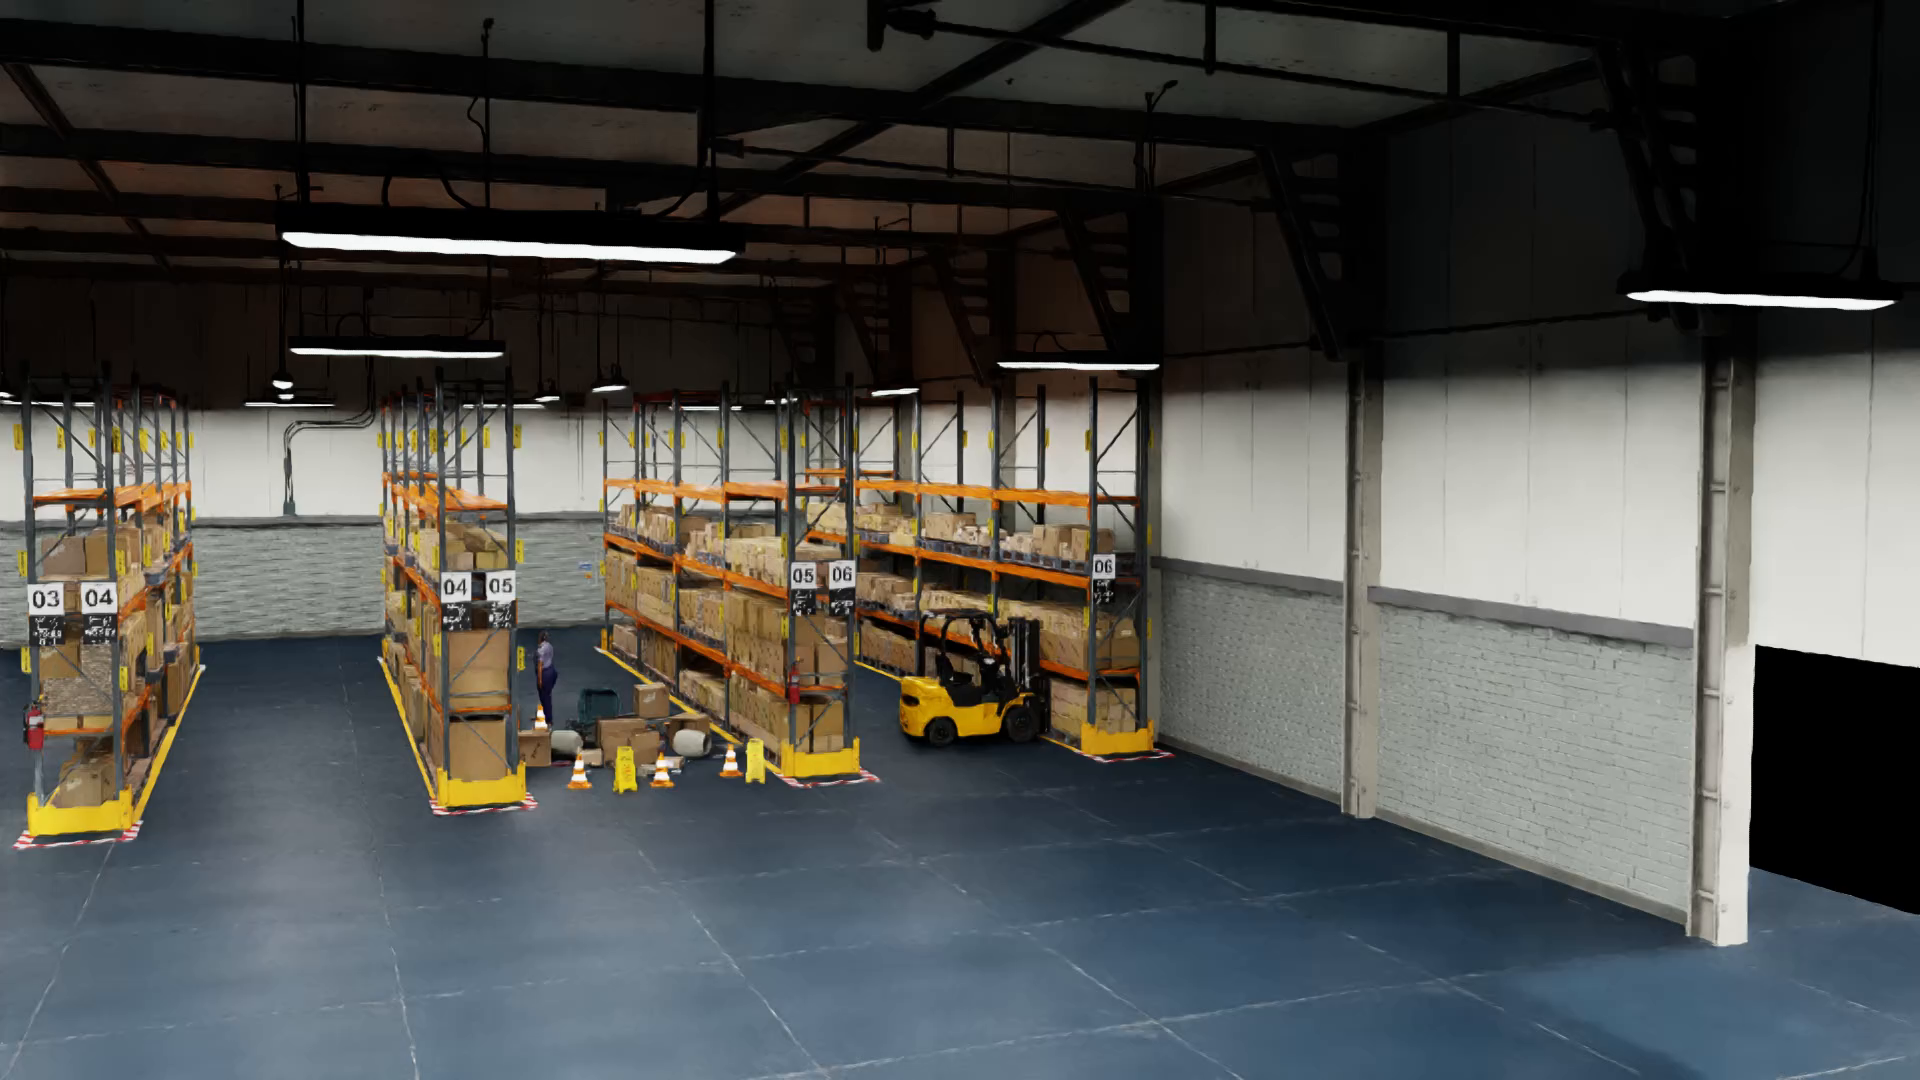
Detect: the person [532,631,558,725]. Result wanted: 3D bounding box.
[{"bbox_3d":[-7.337,2.412,29.218,0.470,1.647,0.523,1,3,10],"label":"person"}]
